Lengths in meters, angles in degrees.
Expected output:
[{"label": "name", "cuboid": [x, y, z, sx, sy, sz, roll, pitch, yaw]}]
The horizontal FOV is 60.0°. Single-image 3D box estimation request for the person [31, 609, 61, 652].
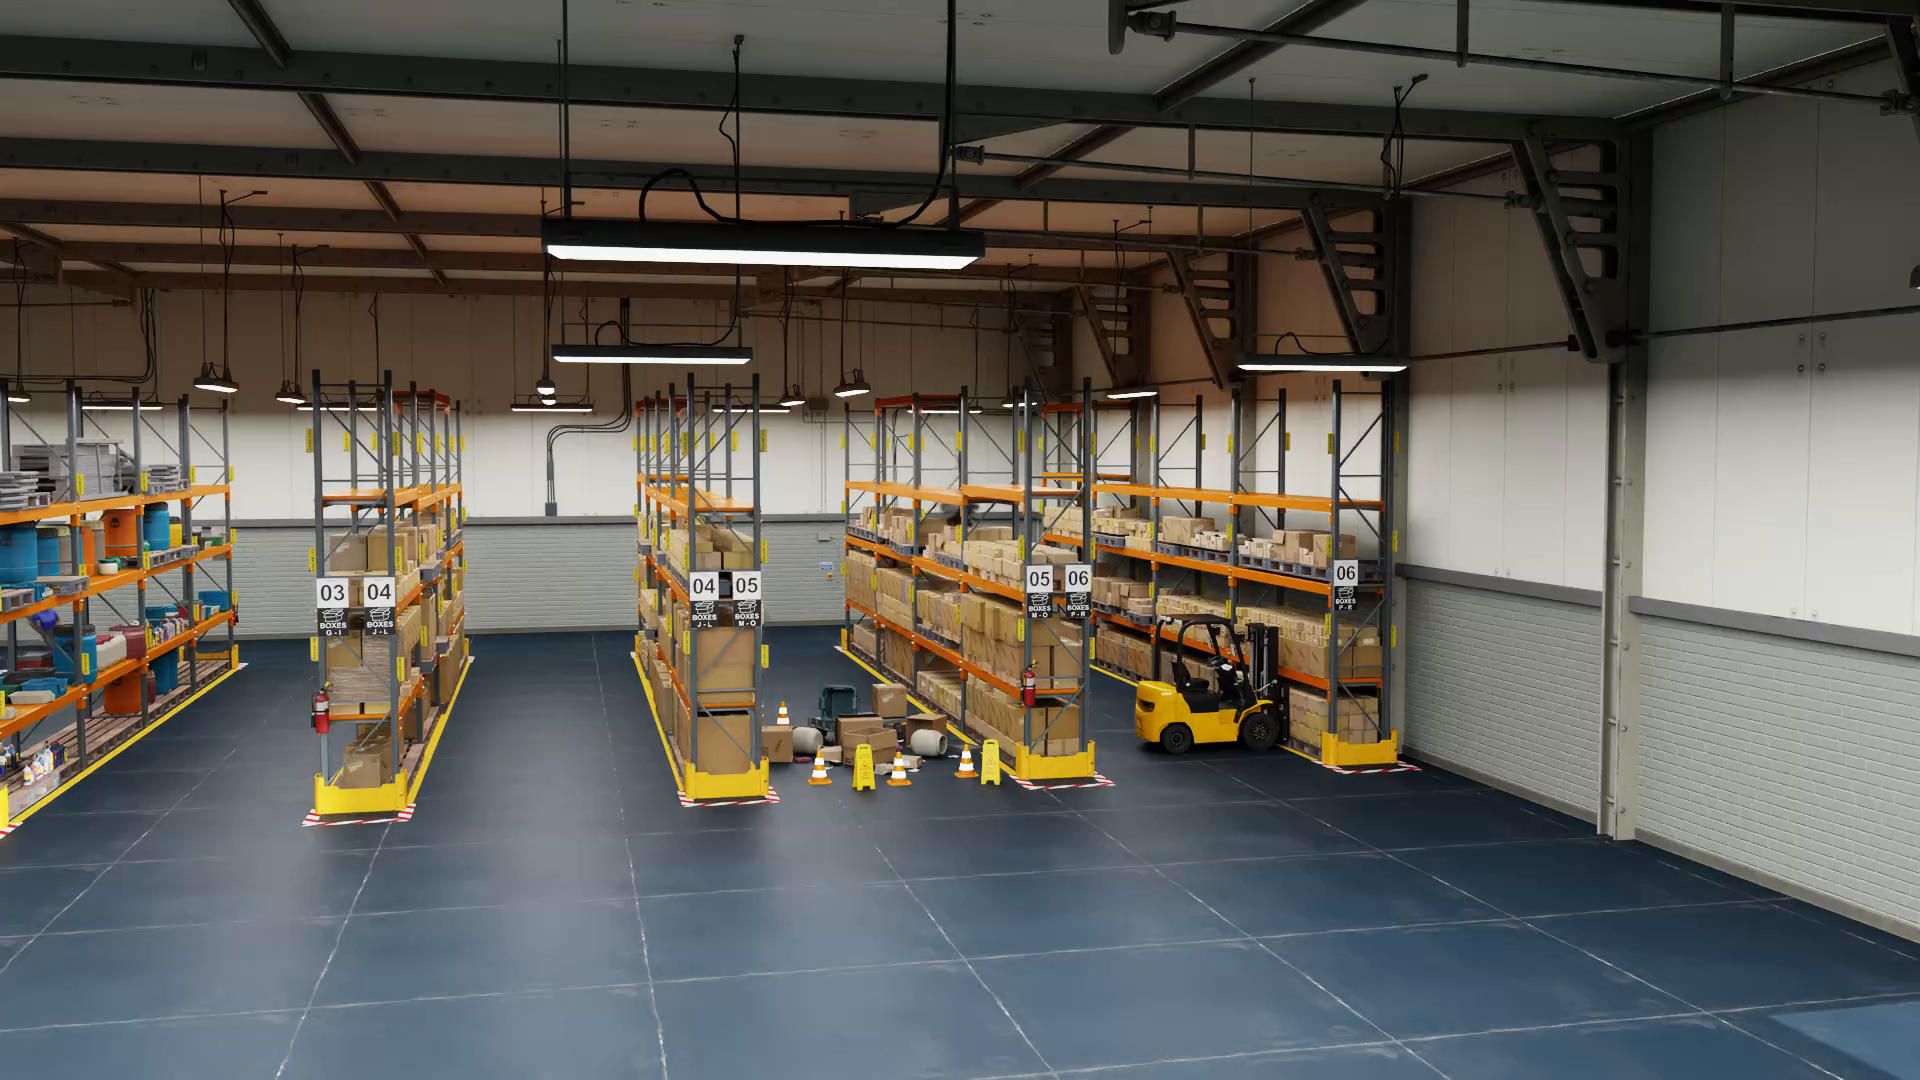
[{"label": "person", "cuboid": [-20.083, 2.112, 36.598, 0.809, 1.586, 0.632, 2, 4, 34]}]
